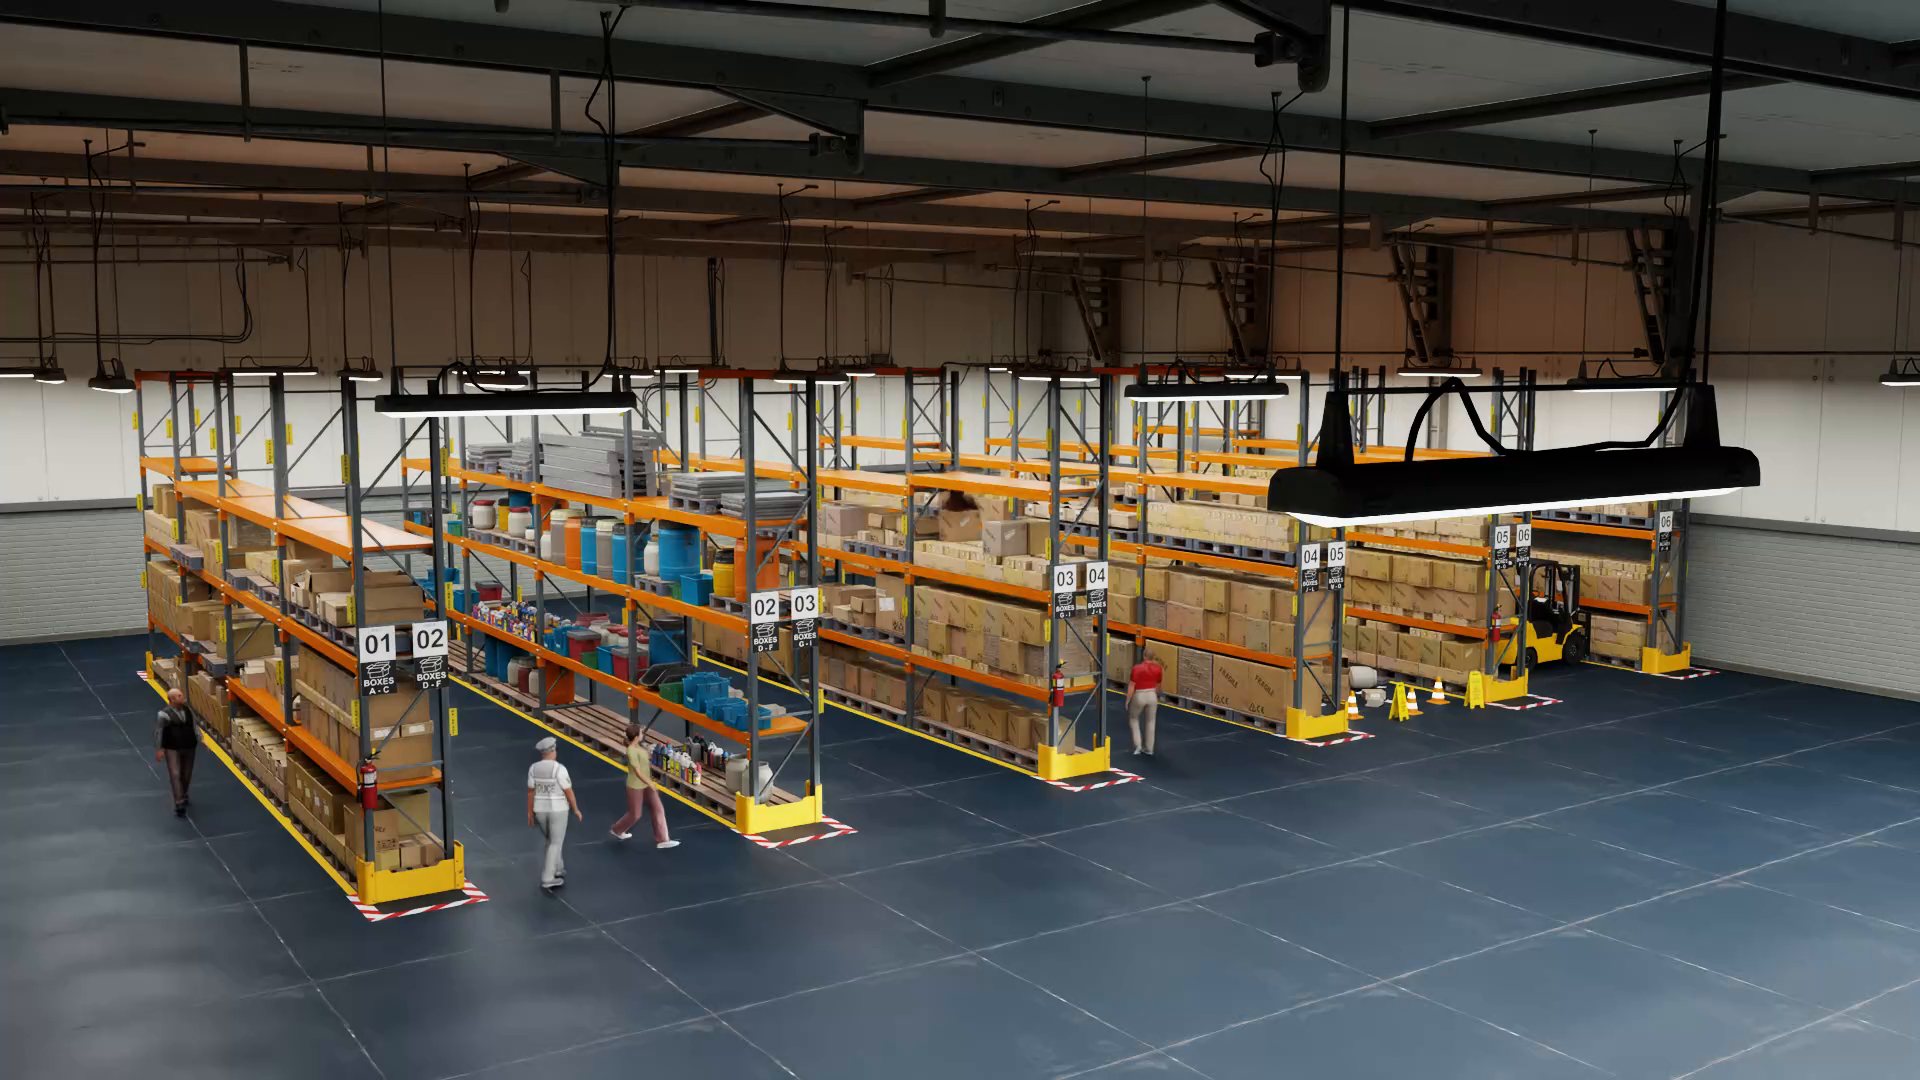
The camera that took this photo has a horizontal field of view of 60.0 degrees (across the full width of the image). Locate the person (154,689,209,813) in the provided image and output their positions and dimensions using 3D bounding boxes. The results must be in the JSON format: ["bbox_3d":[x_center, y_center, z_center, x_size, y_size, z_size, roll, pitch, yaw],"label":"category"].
[{"bbox_3d":[-10.803,2.890,23.077,0.676,1.674,1.045,-5,8,-35],"label":"person"}]

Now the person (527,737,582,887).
[{"bbox_3d":[-4.836,3.247,19.861,0.601,1.811,0.772,2,7,20],"label":"person"}]

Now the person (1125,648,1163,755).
[{"bbox_3d":[2.888,2.559,26.239,0.611,1.794,0.575,0,6,-2],"label":"person"}]

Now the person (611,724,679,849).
[{"bbox_3d":[-4.065,3.145,21.254,1.010,1.597,0.412,3,7,26],"label":"person"}]
